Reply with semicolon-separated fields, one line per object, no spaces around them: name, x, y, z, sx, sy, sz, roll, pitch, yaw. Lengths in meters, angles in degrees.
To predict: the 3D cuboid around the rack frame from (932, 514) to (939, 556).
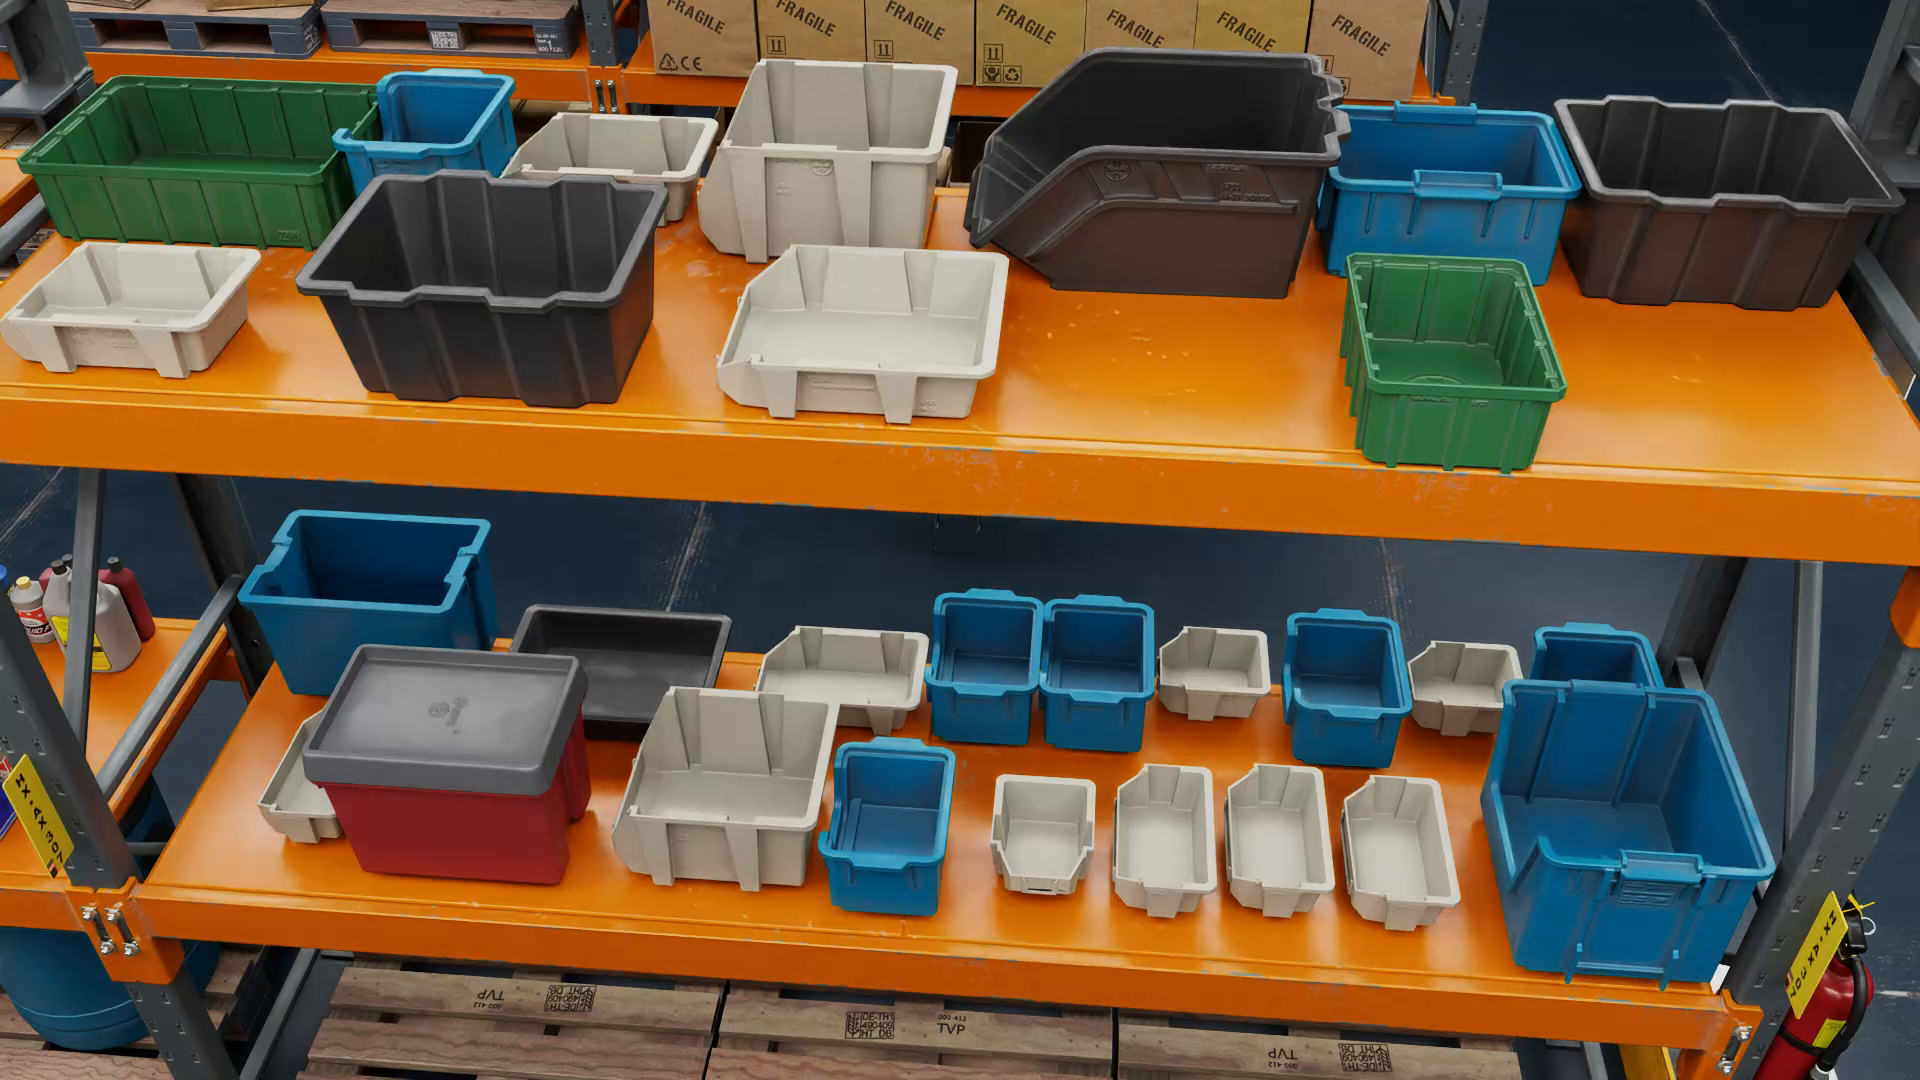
rack frame;-0.106;-0.471;6.878;0.006;1.200;0.240;3;39;4

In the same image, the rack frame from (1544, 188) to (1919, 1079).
rack frame;1.896;0.624;4.107;0.127;3.000;1.000;3;39;4

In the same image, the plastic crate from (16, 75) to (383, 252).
plastic crate;-1.640;-0.842;3.699;0.662;0.188;0.450;3;39;4

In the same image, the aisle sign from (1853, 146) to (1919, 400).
aisle sign;1.994;-0.567;3.511;0.004;0.787;0.394;3;39;4

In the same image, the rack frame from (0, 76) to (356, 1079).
rack frame;-2.089;0.407;4.374;0.127;3.000;1.000;3;39;4

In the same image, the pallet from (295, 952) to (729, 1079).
pallet;-1.353;1.504;5.235;1.213;0.211;1.003;3;39;4

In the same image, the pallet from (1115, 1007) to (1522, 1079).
pallet;1.078;1.637;5.072;1.213;0.211;1.003;3;39;4

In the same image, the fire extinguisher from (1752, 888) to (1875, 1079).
fire extinguisher;2.008;1.093;3.888;0.183;0.674;0.296;3;39;4

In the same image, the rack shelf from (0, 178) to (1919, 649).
rack shelf;-0.096;-0.369;3.521;4.000;0.370;1.077;3;39;4

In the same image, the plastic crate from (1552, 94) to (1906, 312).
plastic crate;1.537;-0.684;3.442;0.590;0.269;0.497;3;39;4

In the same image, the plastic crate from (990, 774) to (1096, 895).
plastic crate;0.205;0.744;4.121;0.250;0.136;0.298;3;39;4

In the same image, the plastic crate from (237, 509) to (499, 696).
plastic crate;-1.594;0.200;4.593;0.575;0.384;0.392;3;39;4

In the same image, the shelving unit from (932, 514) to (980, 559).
shelving unit;-0.014;-0.466;6.872;0.189;1.200;0.258;3;39;4

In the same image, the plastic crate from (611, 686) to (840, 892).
plastic crate;-0.583;0.628;4.148;0.530;0.282;0.437;3;39;4

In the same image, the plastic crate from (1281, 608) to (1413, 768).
plastic crate;1.023;0.410;4.455;0.300;0.233;0.416;3;39;4

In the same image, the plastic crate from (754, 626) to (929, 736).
plastic crate;-0.328;0.391;4.554;0.466;0.136;0.293;3;39;4

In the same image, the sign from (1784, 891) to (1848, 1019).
sign;1.865;0.908;3.629;0.005;0.325;0.100;3;39;4

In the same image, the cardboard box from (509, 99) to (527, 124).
cardboard box;-2.651;-2.111;9.099;0.500;0.500;0.500;4;39;4

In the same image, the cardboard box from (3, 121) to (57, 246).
cardboard box;-4.692;-1.898;8.837;0.500;0.500;0.500;2;39;2

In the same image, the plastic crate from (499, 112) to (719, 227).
plastic crate;-0.789;-0.825;3.720;0.466;0.136;0.293;3;39;4

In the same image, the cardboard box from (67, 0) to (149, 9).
cardboard box;-4.111;-2.995;8.141;0.500;0.500;0.700;10;40;12

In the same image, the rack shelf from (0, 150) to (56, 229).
rack shelf;-4.081;-0.587;3.788;4.000;0.370;1.077;3;39;4

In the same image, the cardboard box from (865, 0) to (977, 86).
cardboard box;-0.165;-2.494;7.858;0.500;0.500;0.500;3;39;4

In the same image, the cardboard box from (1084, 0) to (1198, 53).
cardboard box;0.844;-2.439;7.791;0.500;0.500;0.500;3;39;4

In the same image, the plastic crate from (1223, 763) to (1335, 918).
plastic crate;0.781;0.748;4.116;0.243;0.136;0.396;3;39;4

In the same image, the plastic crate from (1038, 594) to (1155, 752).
plastic crate;0.367;0.374;4.500;0.300;0.233;0.416;3;39;4

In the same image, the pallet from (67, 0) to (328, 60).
pallet;-3.705;-2.749;8.403;1.213;0.211;1.003;3;39;4

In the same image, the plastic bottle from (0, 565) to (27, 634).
plastic bottle;-2.764;0.161;4.778;0.097;0.271;0.097;0;39;0

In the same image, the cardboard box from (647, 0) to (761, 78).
cardboard box;-1.173;-2.548;7.925;0.500;0.500;0.500;4;39;5

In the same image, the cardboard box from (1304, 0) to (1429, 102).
cardboard box;1.858;-2.383;7.722;0.500;0.500;0.500;4;39;5

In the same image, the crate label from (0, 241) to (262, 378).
crate label;-1.626;-0.446;3.255;0.466;0.136;0.293;3;39;4

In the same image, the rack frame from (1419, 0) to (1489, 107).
rack frame;2.328;-2.491;7.934;0.127;3.000;1.000;3;39;4

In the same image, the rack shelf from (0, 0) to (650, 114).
rack shelf;-3.650;-2.538;8.562;4.000;0.370;1.077;3;39;4

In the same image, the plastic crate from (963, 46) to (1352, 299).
plastic crate;0.398;-0.771;3.494;0.767;0.338;0.504;3;39;4

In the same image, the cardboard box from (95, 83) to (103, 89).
cardboard box;-4.634;-2.515;9.001;0.500;0.250;0.500;5;39;6

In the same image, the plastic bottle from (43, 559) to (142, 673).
plastic bottle;-2.452;0.201;4.667;0.185;0.351;0.144;3;39;4

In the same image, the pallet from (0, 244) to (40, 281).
pallet;-4.902;-1.780;9.270;1.213;0.211;1.003;3;39;4

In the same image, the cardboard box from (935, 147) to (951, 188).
cardboard box;-0.318;-1.943;9.042;0.500;0.311;0.500;3;39;4

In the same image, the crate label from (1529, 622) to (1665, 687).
crate label;1.679;0.446;4.411;0.303;0.233;0.416;3;39;4

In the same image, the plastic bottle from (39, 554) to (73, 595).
plastic bottle;-2.550;0.156;4.774;0.133;0.283;0.061;3;39;4

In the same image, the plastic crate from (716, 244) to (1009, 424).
plastic crate;-0.184;-0.393;3.190;0.530;0.136;0.437;3;39;4

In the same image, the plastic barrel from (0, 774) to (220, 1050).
plastic barrel;-2.629;1.017;4.954;0.708;0.901;0.600;3;39;4
